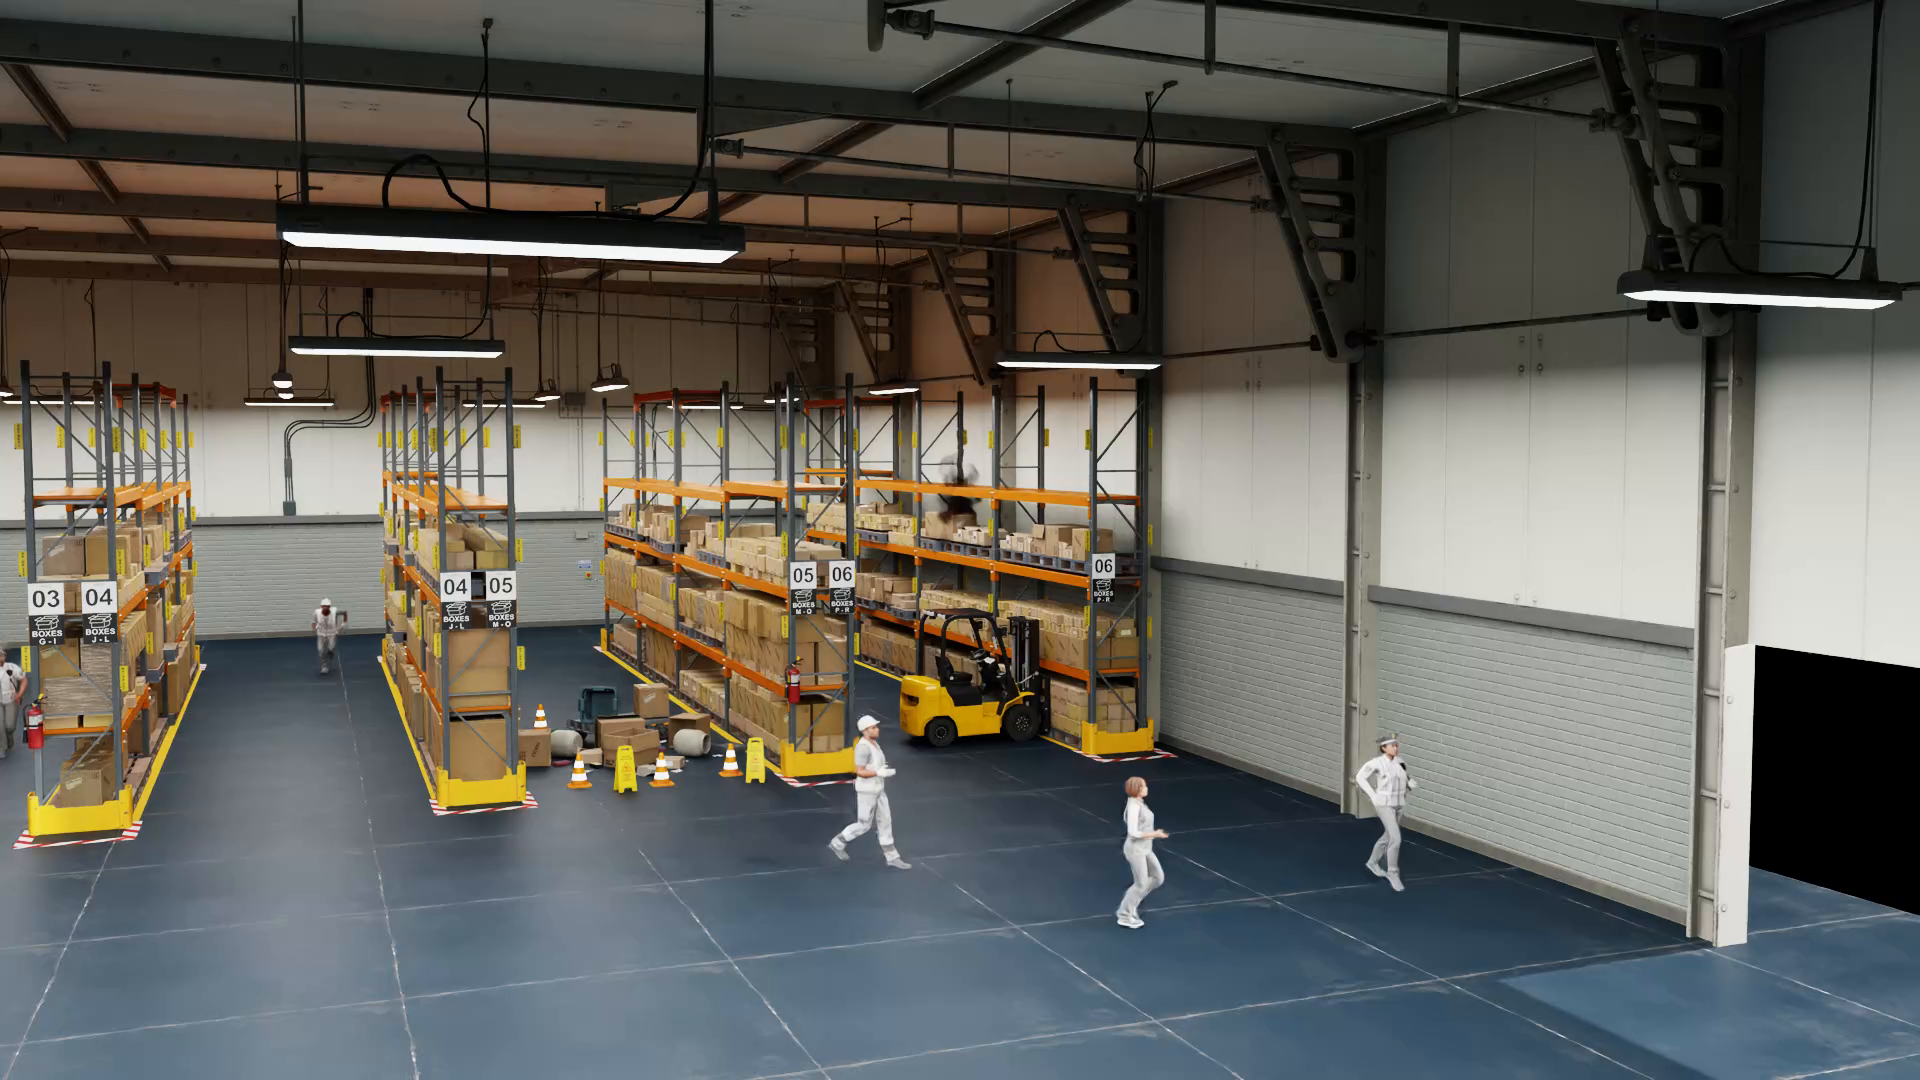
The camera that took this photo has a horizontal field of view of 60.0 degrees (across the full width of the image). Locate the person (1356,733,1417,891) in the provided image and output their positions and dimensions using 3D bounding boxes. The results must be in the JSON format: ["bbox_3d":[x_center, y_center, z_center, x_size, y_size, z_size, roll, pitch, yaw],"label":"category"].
[{"bbox_3d":[4.828,3.031,18.698,0.593,1.752,0.695,-2,4,-33],"label":"person"}]

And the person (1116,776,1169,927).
[{"bbox_3d":[1.878,3.185,16.999,0.555,1.559,0.522,1,4,17],"label":"person"}]

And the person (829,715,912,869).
[{"bbox_3d":[-1.046,2.921,19.272,0.988,1.783,0.654,1,4,17],"label":"person"}]

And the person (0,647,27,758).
[{"bbox_3d":[-15.156,2.554,26.333,0.661,1.755,0.501,-2,4,-24],"label":"person"}]

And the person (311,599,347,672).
[{"bbox_3d":[-13.456,2.042,35.483,0.717,1.631,0.880,-1,4,-17],"label":"person"}]
